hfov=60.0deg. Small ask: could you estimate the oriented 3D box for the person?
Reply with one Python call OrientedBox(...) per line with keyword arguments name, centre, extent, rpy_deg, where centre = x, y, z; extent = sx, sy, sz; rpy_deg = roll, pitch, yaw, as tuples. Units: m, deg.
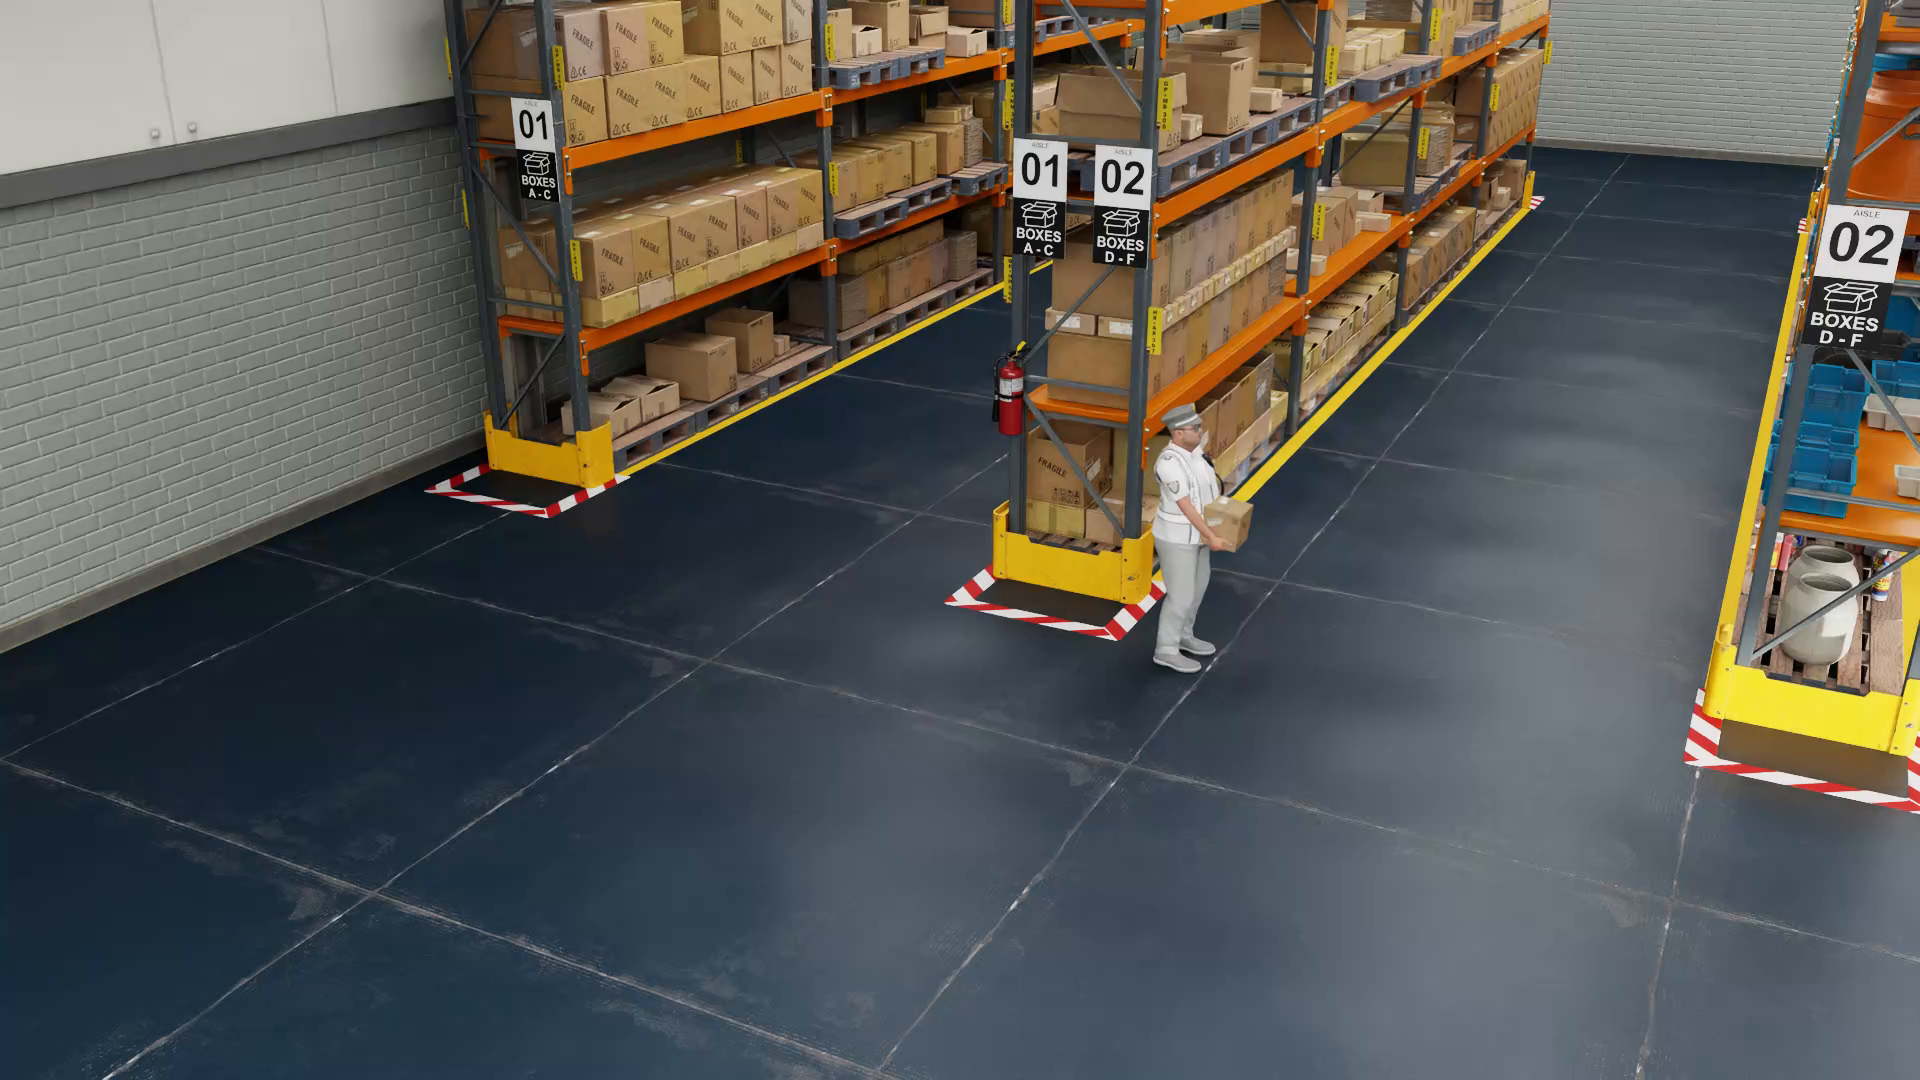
OrientedBox(name="person", centre=(1.538, -0.027, 10.784), extent=(0.573, 1.767, 0.494), rpy_deg=(11, 25, 25))
